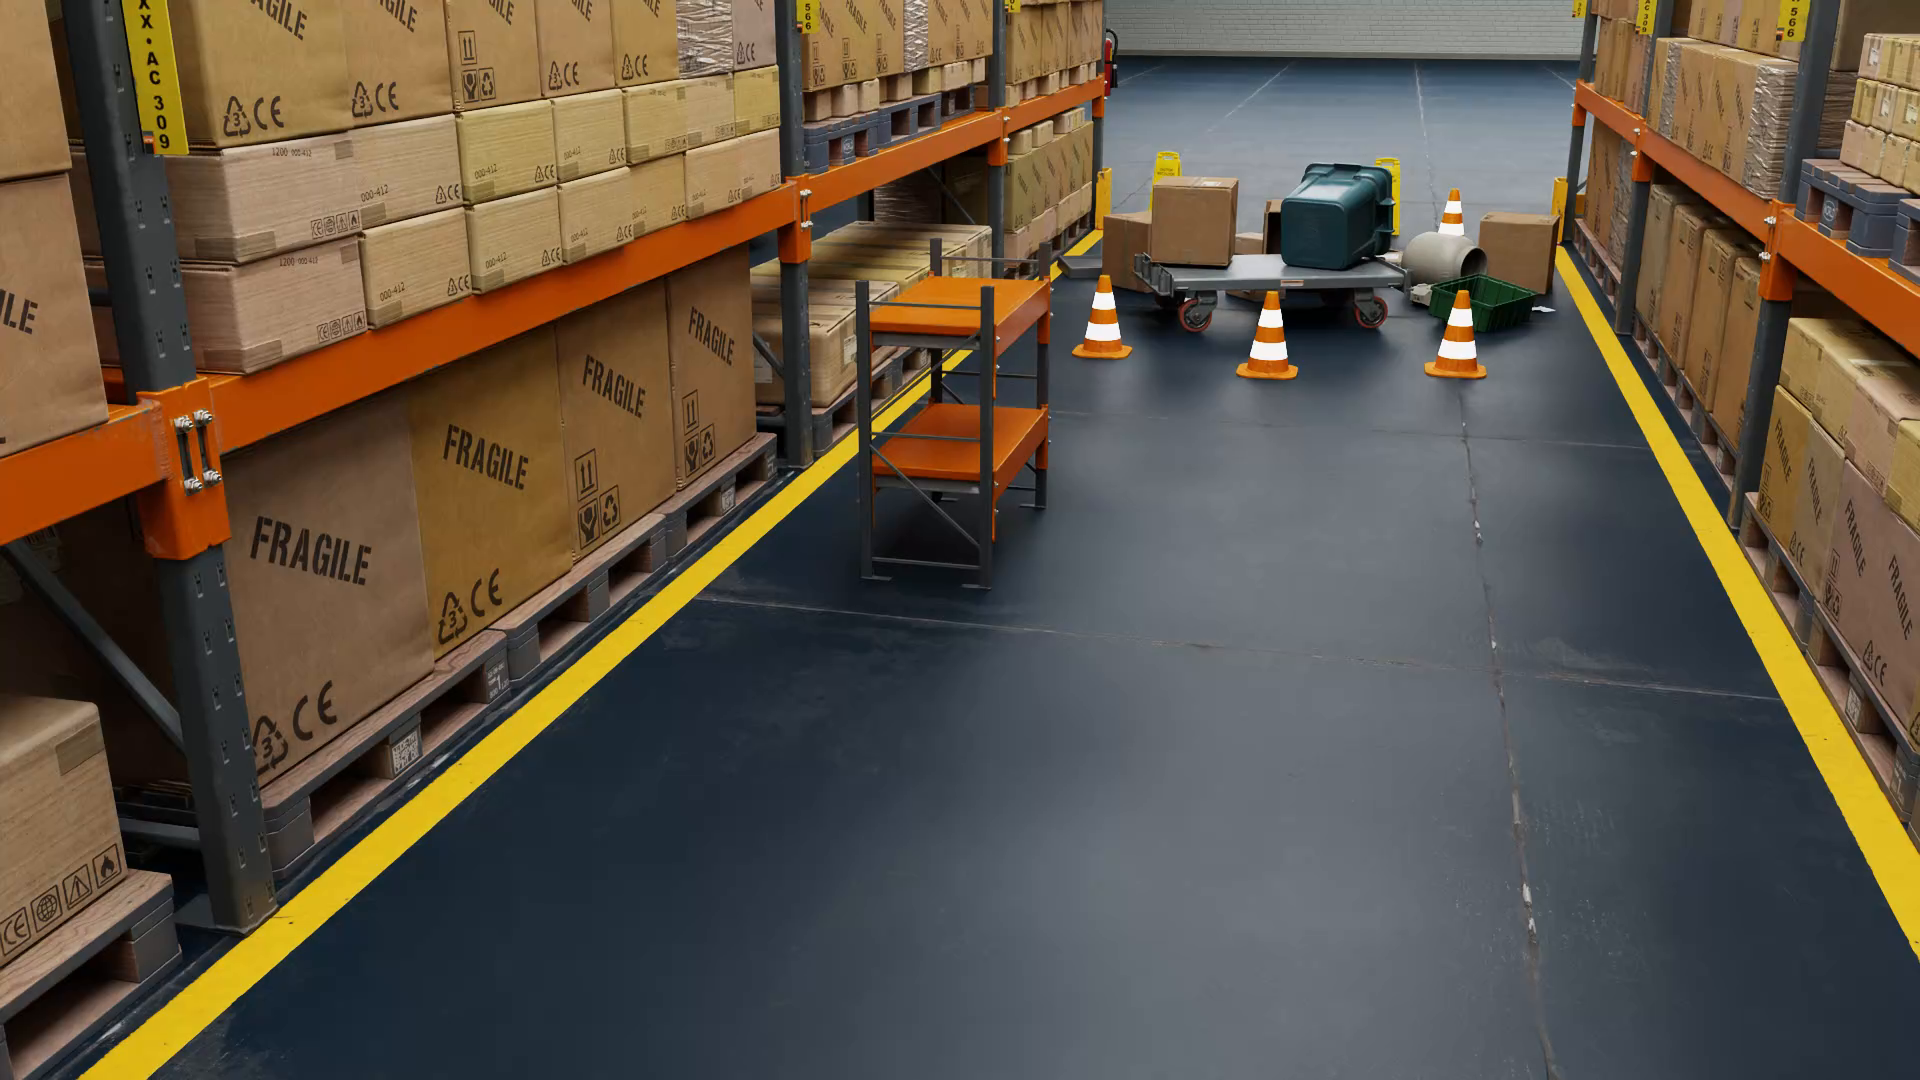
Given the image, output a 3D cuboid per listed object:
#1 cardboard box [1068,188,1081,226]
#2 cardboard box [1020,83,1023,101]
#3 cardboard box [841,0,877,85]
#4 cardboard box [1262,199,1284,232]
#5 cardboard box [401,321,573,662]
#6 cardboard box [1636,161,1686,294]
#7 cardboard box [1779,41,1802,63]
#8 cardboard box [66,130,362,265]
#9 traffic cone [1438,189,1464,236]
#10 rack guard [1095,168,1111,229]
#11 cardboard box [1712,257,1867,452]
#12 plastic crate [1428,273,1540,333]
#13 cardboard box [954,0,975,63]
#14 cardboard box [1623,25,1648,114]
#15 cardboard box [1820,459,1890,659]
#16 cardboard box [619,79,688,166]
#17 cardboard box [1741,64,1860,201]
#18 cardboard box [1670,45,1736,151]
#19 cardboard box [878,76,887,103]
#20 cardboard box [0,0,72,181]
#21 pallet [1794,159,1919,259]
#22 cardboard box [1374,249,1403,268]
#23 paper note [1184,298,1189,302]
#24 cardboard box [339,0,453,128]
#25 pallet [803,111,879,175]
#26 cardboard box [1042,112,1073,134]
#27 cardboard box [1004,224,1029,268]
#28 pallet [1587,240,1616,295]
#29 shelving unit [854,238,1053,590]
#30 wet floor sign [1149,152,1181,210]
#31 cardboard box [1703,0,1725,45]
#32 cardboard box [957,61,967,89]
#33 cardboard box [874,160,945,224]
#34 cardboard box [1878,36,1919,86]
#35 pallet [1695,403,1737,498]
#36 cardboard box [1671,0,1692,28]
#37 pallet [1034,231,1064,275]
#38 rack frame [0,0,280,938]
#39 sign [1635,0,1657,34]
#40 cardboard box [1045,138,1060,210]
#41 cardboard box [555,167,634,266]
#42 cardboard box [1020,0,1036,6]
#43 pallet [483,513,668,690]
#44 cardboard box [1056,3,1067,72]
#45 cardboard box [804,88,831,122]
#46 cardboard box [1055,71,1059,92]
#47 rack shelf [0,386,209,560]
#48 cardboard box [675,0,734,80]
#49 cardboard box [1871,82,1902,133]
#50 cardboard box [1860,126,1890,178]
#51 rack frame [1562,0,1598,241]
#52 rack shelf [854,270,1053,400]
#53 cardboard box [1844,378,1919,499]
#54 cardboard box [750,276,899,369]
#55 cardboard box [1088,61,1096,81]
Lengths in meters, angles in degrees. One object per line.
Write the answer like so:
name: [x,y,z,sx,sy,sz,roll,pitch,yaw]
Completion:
cardboard box: [0.705,-2.759,13.730,0.500,0.250,0.500,5,19,14]
cardboard box: [0.234,-3.168,11.710,0.380,0.149,0.250,5,19,13]
cardboard box: [-0.723,-2.464,7.997,0.500,0.500,0.500,6,20,16]
cardboard box: [2.802,-2.366,12.837,0.797,0.503,0.637,-9,21,-24]
cardboard box: [-1.869,-0.215,5.313,0.875,0.875,0.875,5,20,15]
cardboard box: [4.845,-2.070,10.745,0.875,0.875,0.875,5,19,14]
cardboard box: [3.888,-2.251,6.934,0.700,0.500,0.500,4,19,13]
cardboard box: [-1.775,-0.818,3.901,0.500,0.250,0.500,4,19,12]
traffic cone: [4.094,-2.684,13.830,0.336,0.463,0.334,5,19,13]
rack guard: [0.758,-3.091,14.965,1.175,0.500,0.348,5,19,13]
cardboard box: [3.882,-0.749,7.072,1.050,0.750,0.750,4,19,13]
plastic crate: [3.396,-1.540,10.816,0.450,0.188,0.662,29,33,36]
cardboard box: [-0.211,-3.113,9.896,0.500,0.500,0.500,5,19,14]
cardboard box: [4.815,-3.047,10.735,0.875,0.550,0.550,5,19,13]
cardboard box: [2.986,0.073,5.050,0.500,0.500,0.500,4,19,12]
cardboard box: [-1.277,-1.461,5.784,0.500,0.250,0.500,4,19,12]
cardboard box: [3.496,-1.641,6.697,0.500,0.500,0.500,5,19,13]
cardboard box: [3.987,-2.274,8.550,0.500,0.500,0.500,5,19,13]
cardboard box: [-0.604,-2.384,8.765,0.380,0.149,0.250,5,20,16]
cardboard box: [-2.003,-0.888,2.944,0.500,0.500,0.500,4,19,13]
pallet: [3.576,-1.109,5.590,1.213,0.211,1.003,5,19,13]
cardboard box: [3.258,-2.076,12.354,0.396,0.266,0.258,8,21,23]
paper note: [1.583,-1.671,11.532,0.148,0.019,0.142,5,19,13]
cardboard box: [-1.672,-1.334,4.252,0.500,0.500,0.500,5,19,13]
pallet: [-1.107,-1.932,7.999,1.213,0.211,1.003,5,19,13]
cardboard box: [0.678,-3.304,13.162,0.380,0.149,0.250,6,20,16]
cardboard box: [0.205,-2.106,11.816,0.500,0.250,0.500,4,19,11]
pallet: [5.181,-1.981,12.162,1.003,0.211,1.213,5,19,13]
shelving unit: [-0.002,-0.530,6.500,0.538,1.125,1.048,5,19,13]
wet floor sign: [1.860,-3.159,14.938,0.267,0.644,0.232,12,22,32]
cardboard box: [4.384,-2.888,8.801,0.700,0.500,0.500,4,19,12]
cardboard box: [-0.169,-2.776,9.914,0.380,0.149,0.250,4,19,12]
cardboard box: [-0.317,-2.503,11.821,0.500,0.500,0.500,4,19,13]
cardboard box: [3.283,-1.579,5.488,0.380,0.149,0.250,4,19,12]
pallet: [3.912,-0.353,7.395,1.003,0.211,1.213,5,19,13]
cardboard box: [4.747,-3.380,10.040,0.875,0.550,0.550,5,19,13]
pallet: [0.225,-2.322,13.158,1.003,0.211,1.213,5,19,13]
rack frame: [-2.156,-0.537,3.619,1.000,3.000,0.127,5,19,13]
sign: [4.085,-3.176,9.883,0.100,0.325,0.005,5,19,13]
cardboard box: [0.453,-2.792,12.664,0.500,0.500,0.500,6,20,16]
cardboard box: [-1.395,-1.061,5.384,0.500,0.250,0.500,4,19,12]
cardboard box: [0.117,-3.826,11.088,0.700,0.500,0.500,4,19,13]
pallet: [-1.744,0.151,5.918,1.003,0.211,1.213,5,19,13]
cardboard box: [0.516,-3.824,12.627,0.500,0.500,0.500,5,19,14]
cardboard box: [-0.817,-2.044,7.769,0.380,0.149,0.250,3,19,10]
cardboard box: [0.543,-3.480,12.625,0.380,0.149,0.250,5,19,13]
rack shelf: [-2.644,0.430,1.900,1.077,0.370,4.000,5,19,13]
cardboard box: [-1.168,-1.967,6.104,0.500,0.500,0.500,5,19,14]
cardboard box: [3.269,-1.431,5.516,0.380,0.149,0.250,6,20,16]
cardboard box: [3.276,-1.303,5.601,0.380,0.149,0.250,6,20,16]
rack frame: [5.601,-3.939,13.579,1.000,3.000,0.127,5,19,13]
rack shelf: [-0.002,-0.807,6.405,0.538,0.278,1.000,5,19,13]
cardboard box: [2.986,-0.292,4.960,0.500,0.250,0.500,5,19,14]
cardboard box: [-0.858,-1.154,8.842,0.950,0.372,0.625,4,19,12]
cardboard box: [0.938,-3.957,14.021,0.380,0.149,0.250,4,19,13]
